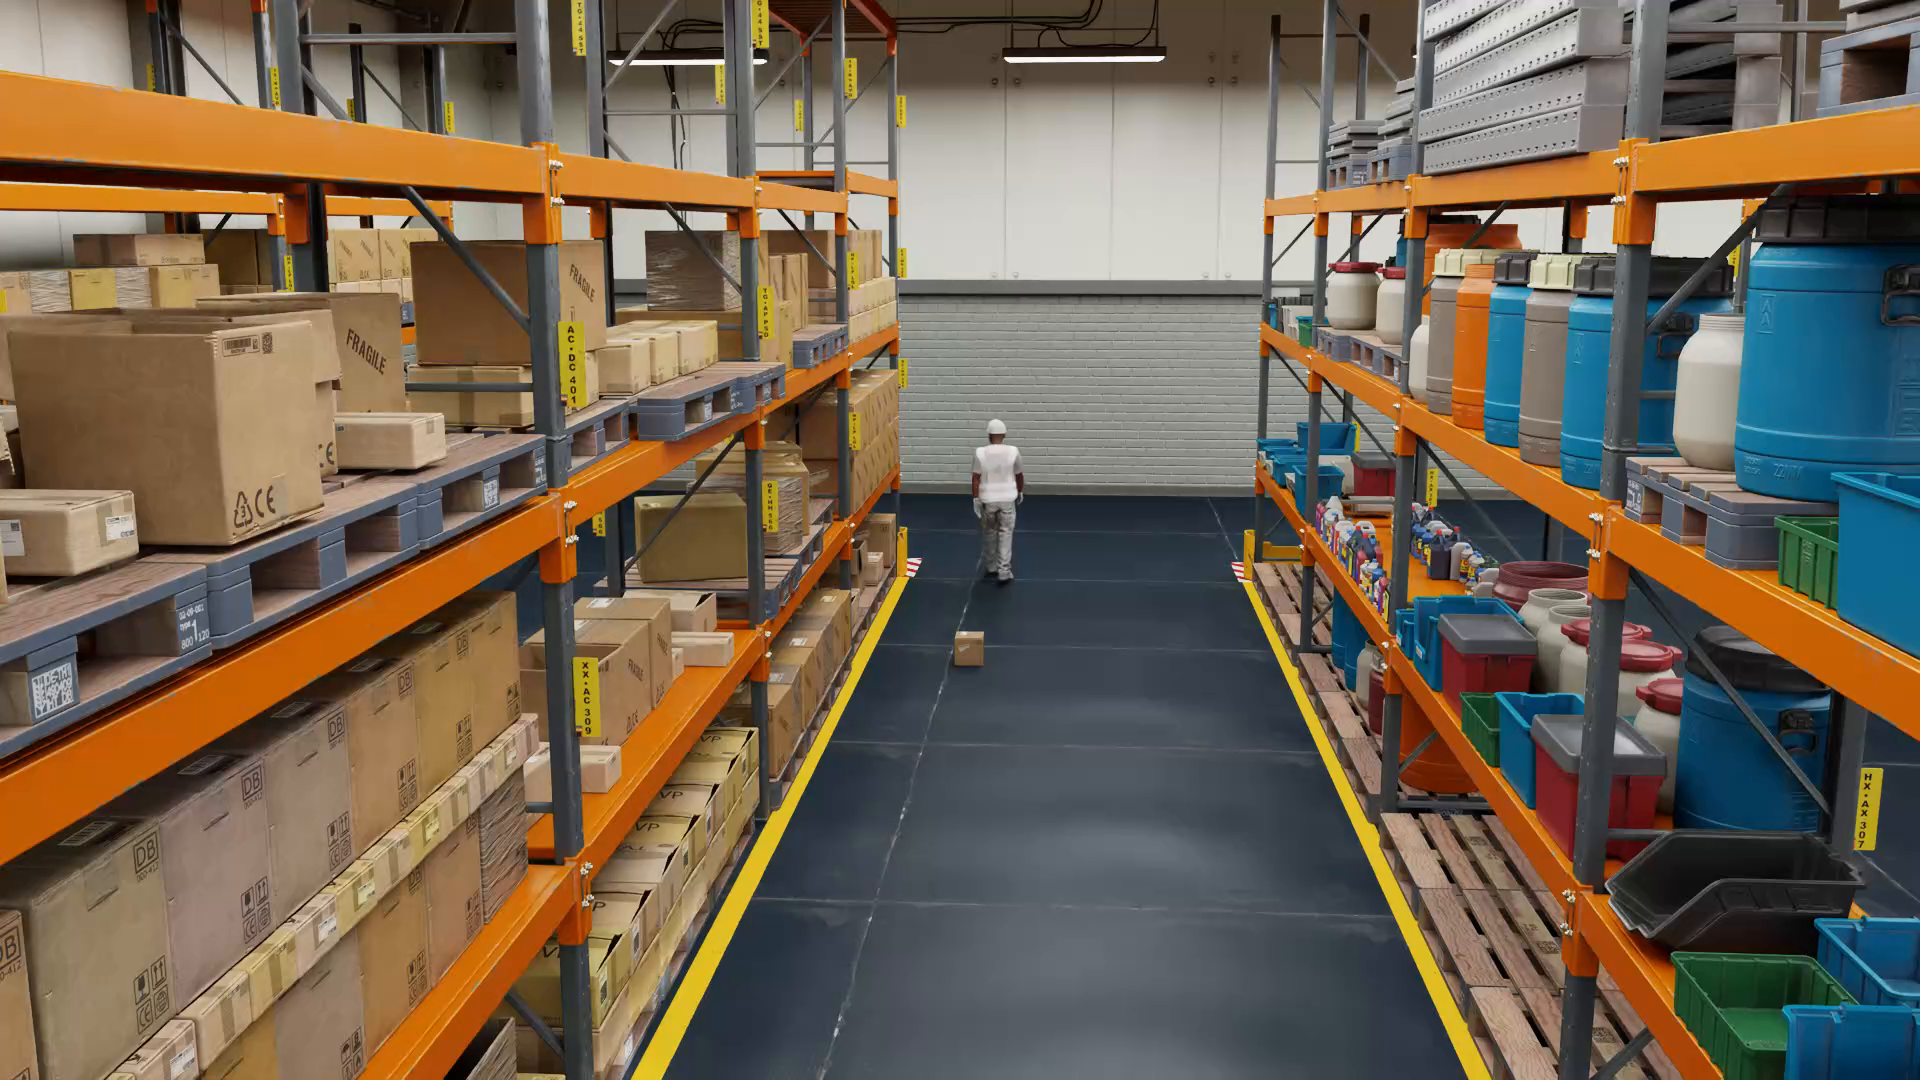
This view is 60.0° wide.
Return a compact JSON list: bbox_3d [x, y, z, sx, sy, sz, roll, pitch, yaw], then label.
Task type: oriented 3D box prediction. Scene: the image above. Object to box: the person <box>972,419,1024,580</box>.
[{"bbox_3d":[0.416,-0.462,18.295,0.564,1.744,0.980,1,11,3],"label":"person"}]
